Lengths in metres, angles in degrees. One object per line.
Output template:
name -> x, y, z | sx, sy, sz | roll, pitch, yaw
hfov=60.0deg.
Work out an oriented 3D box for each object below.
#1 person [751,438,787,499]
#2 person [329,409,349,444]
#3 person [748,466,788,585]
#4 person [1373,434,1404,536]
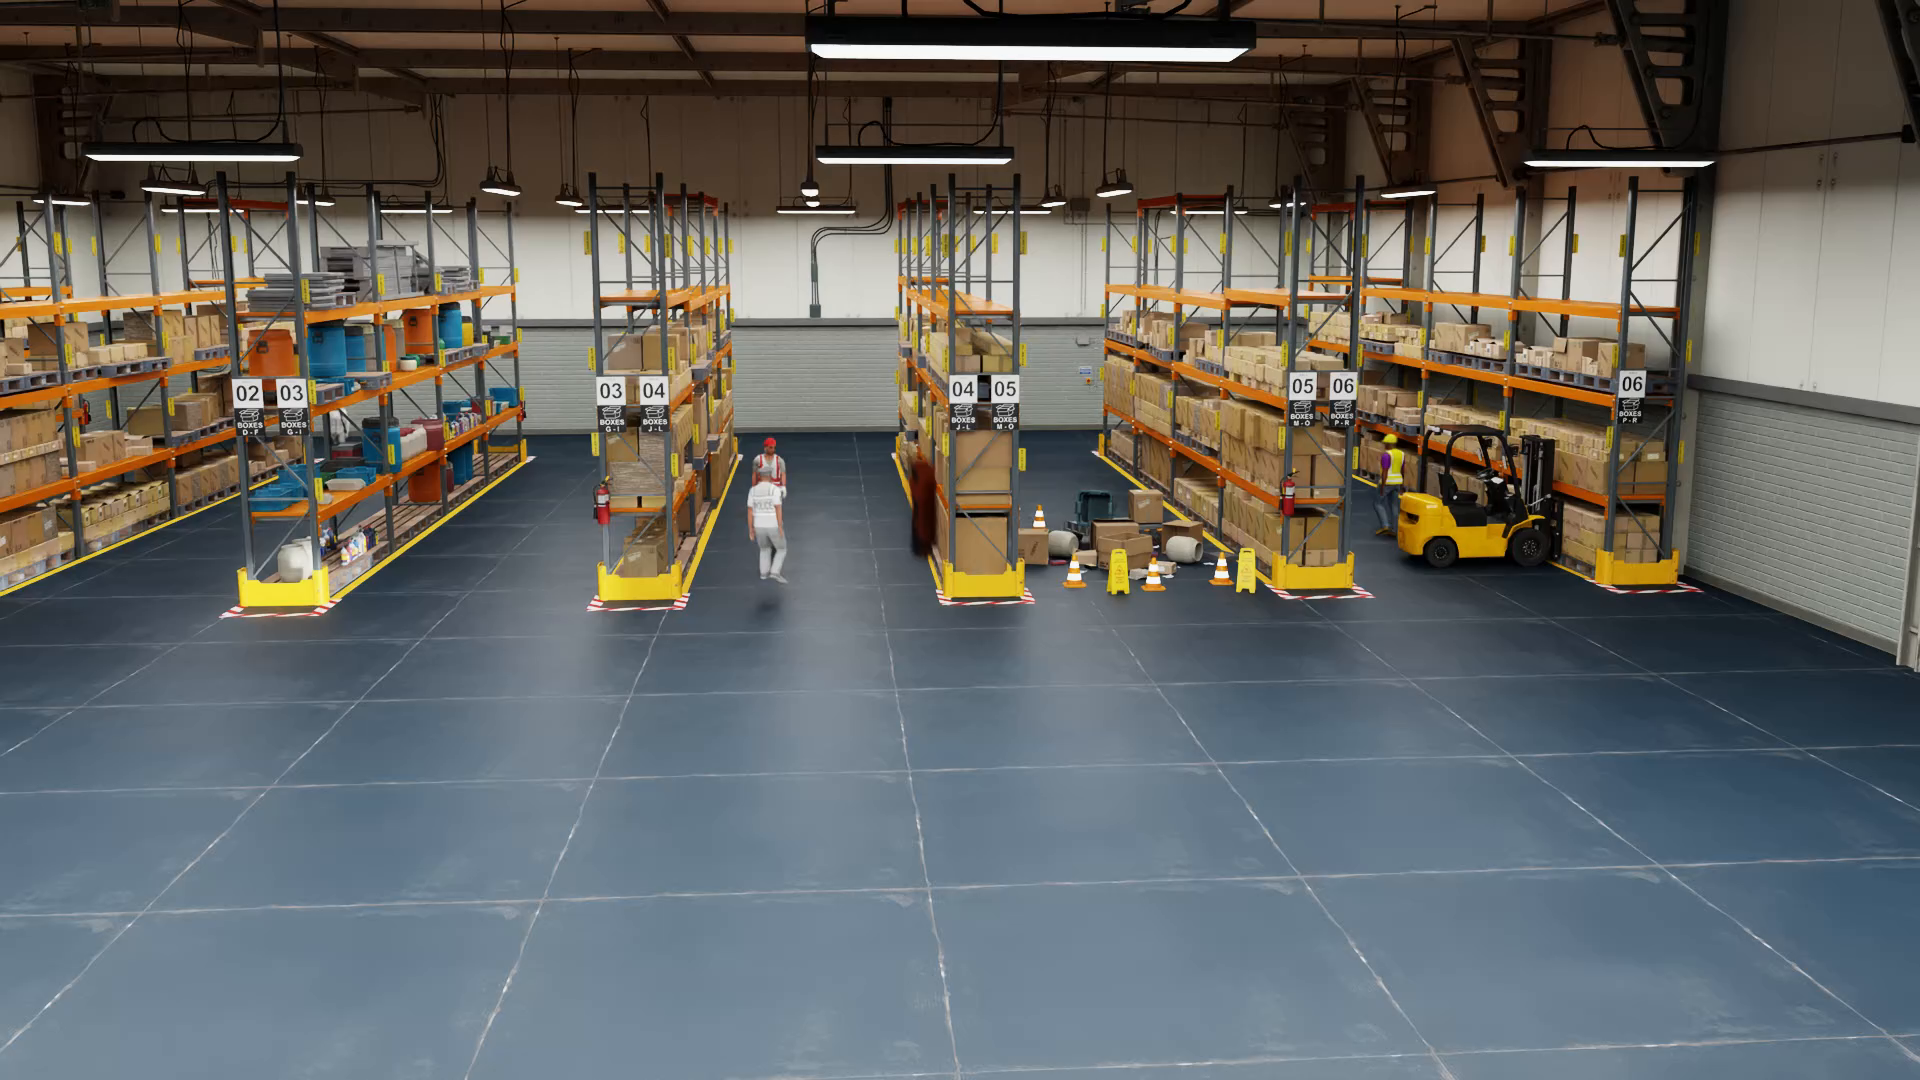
person -> -3.103, -0.822, 27.147 | 0.577, 1.659, 0.738 | -2, 10, -14
person -> -14.097, -2.415, 37.577 | 0.484, 1.609, 1.018 | -1, 10, -4
person -> -2.763, -0.191, 23.860 | 0.589, 1.683, 0.515 | 1, 10, 7
person -> 7.523, -0.958, 29.073 | 0.596, 1.776, 0.446 | -5, 11, -27
